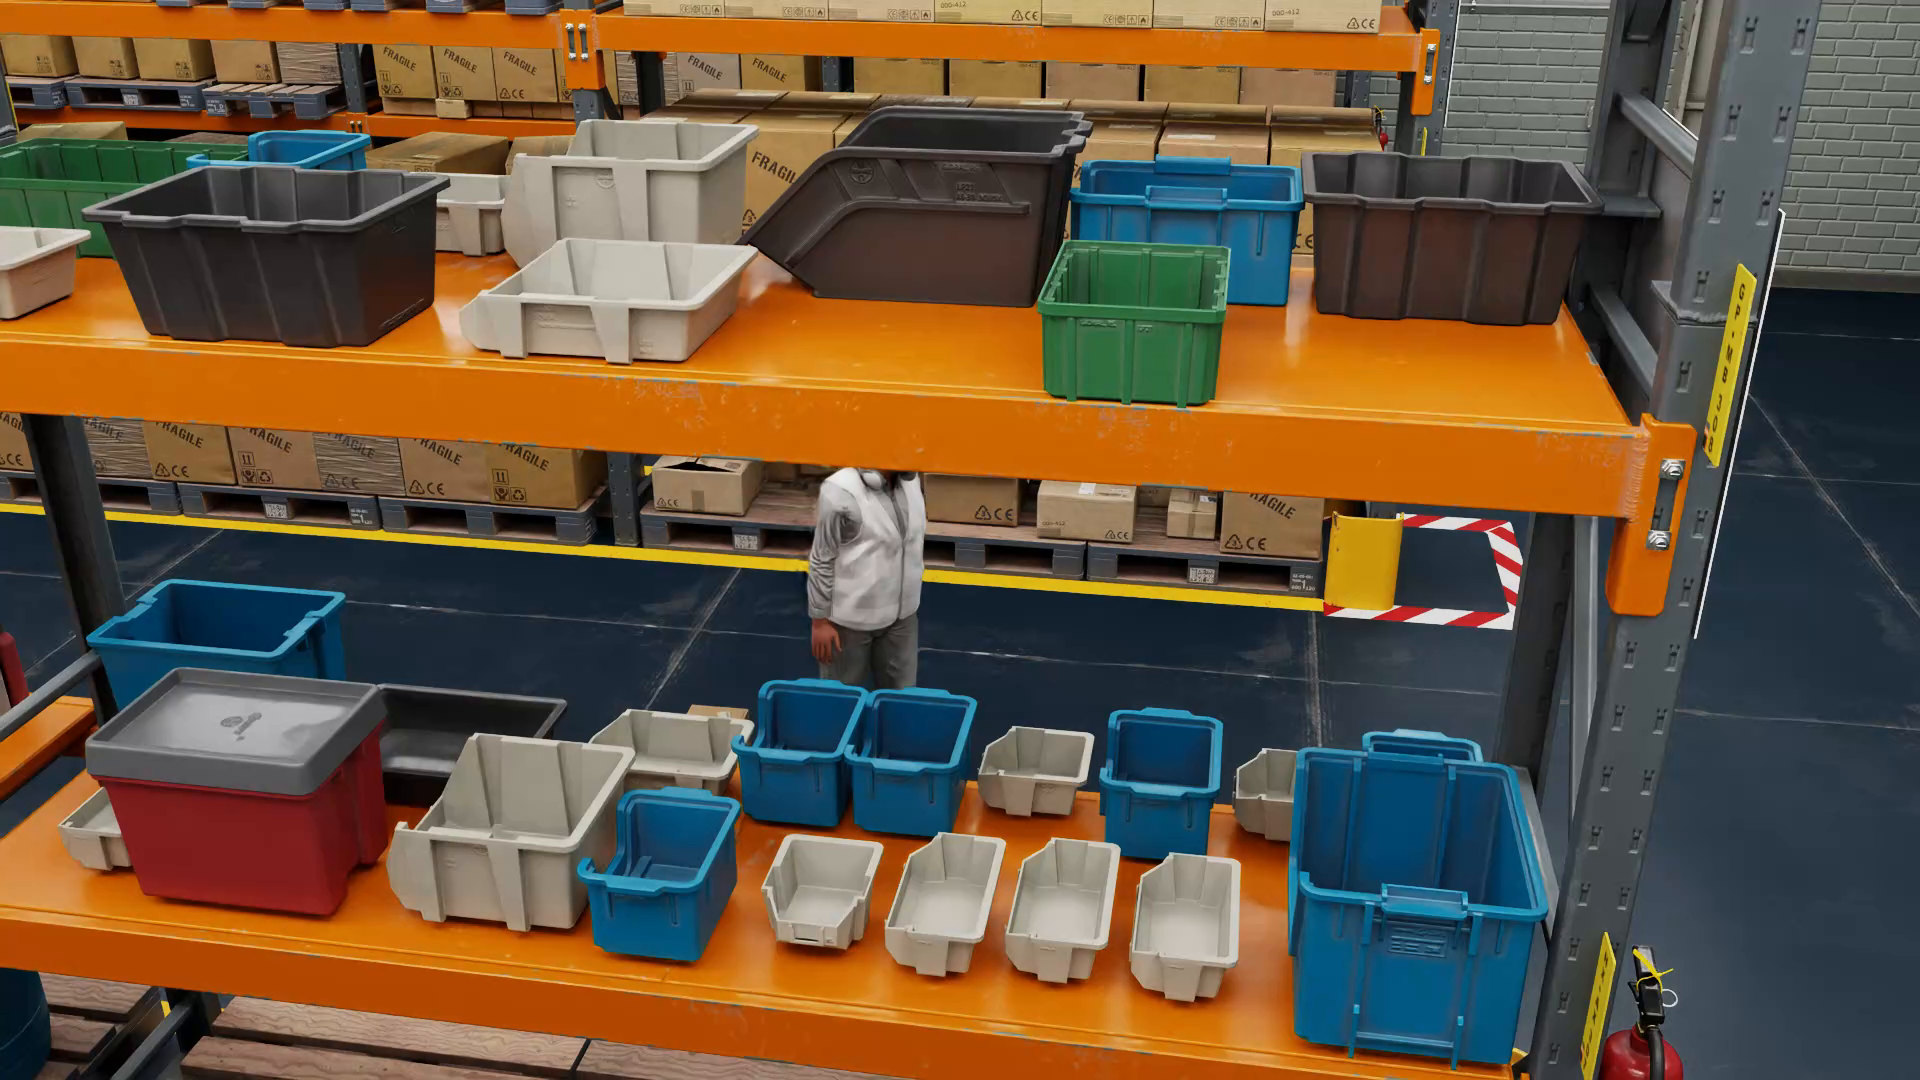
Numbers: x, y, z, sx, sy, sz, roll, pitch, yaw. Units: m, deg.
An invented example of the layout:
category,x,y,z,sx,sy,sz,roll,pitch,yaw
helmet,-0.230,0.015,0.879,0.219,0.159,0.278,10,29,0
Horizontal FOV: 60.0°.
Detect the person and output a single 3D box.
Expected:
category,x,y,z,sx,sy,sz,roll,pitch,yaw
person,-0.409,0.242,6.551,0.570,1.762,0.581,22,32,39
